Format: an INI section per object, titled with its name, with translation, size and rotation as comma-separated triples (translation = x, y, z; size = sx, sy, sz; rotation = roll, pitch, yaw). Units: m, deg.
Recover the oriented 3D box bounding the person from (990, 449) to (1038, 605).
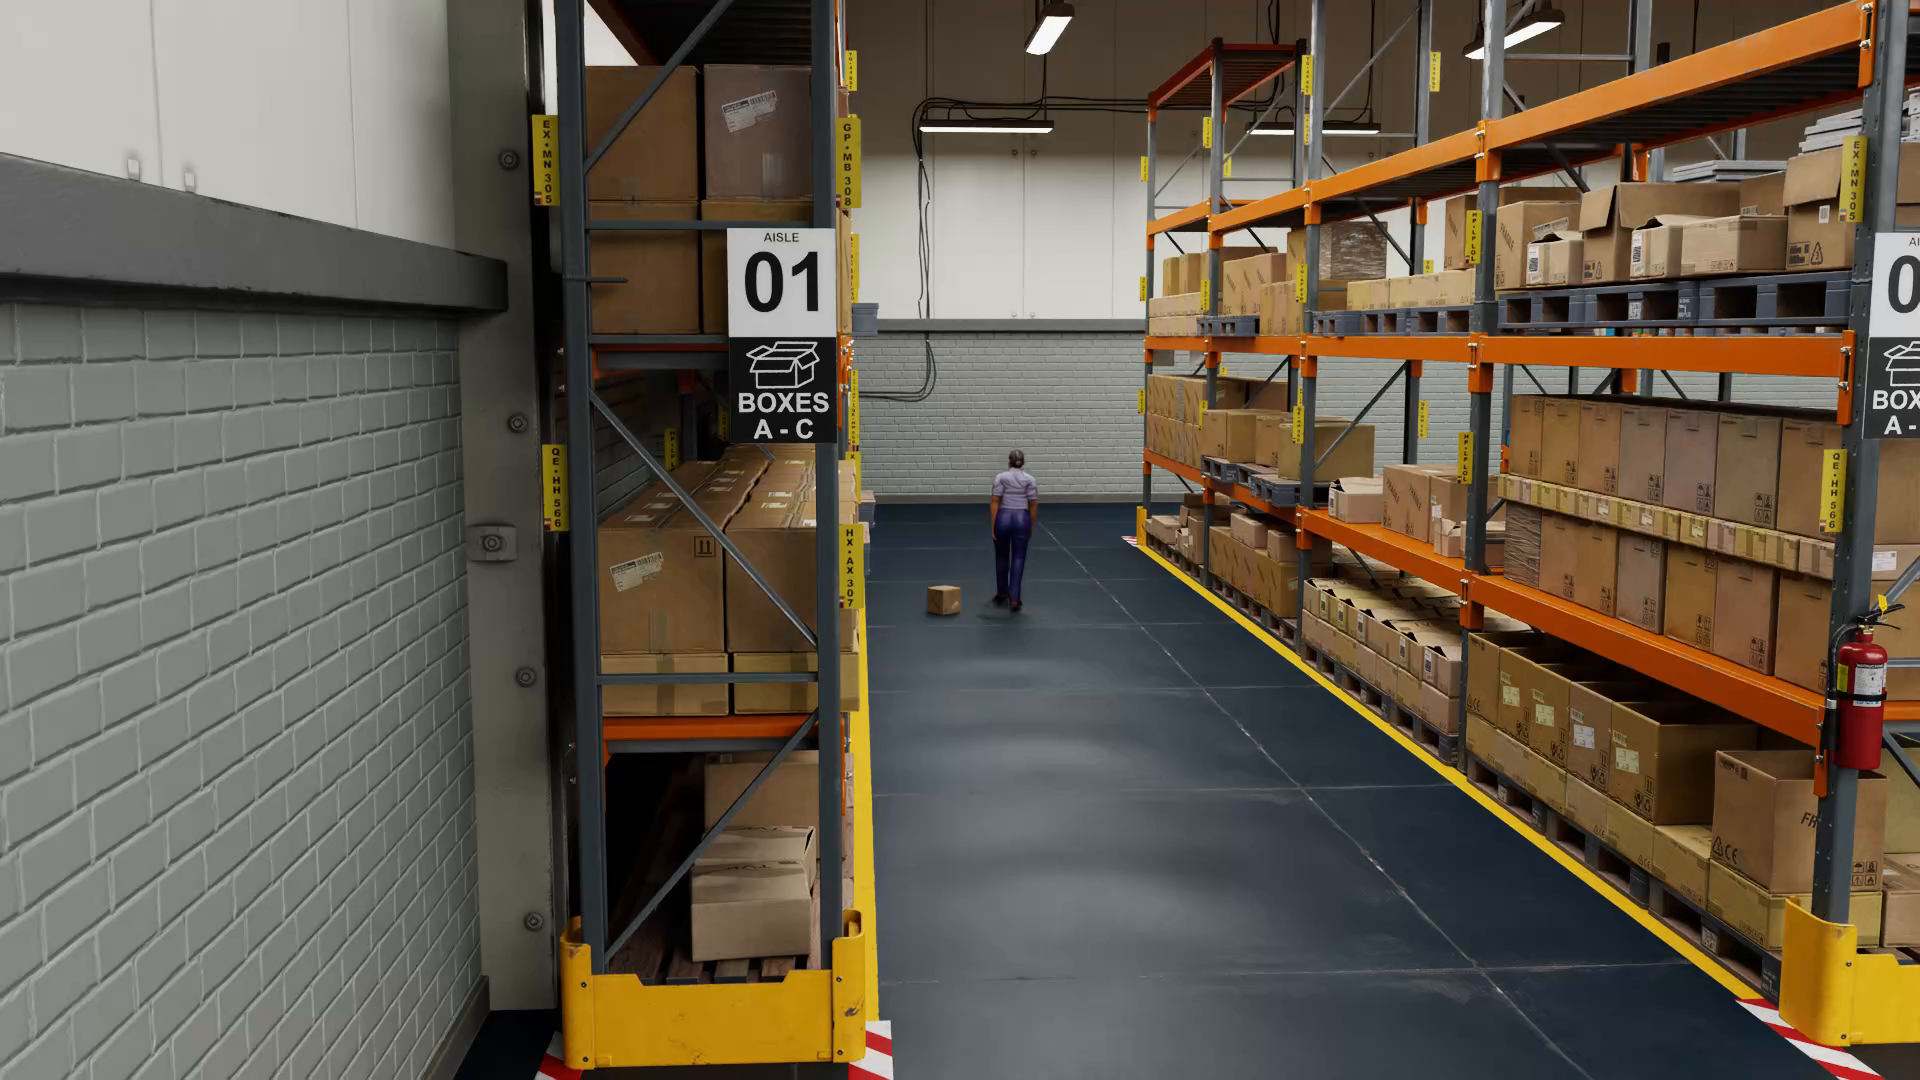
[person]
translation = 0.564, -0.131, 17.408
size = 0.494, 1.639, 0.783
rotation = 1, 7, 8
